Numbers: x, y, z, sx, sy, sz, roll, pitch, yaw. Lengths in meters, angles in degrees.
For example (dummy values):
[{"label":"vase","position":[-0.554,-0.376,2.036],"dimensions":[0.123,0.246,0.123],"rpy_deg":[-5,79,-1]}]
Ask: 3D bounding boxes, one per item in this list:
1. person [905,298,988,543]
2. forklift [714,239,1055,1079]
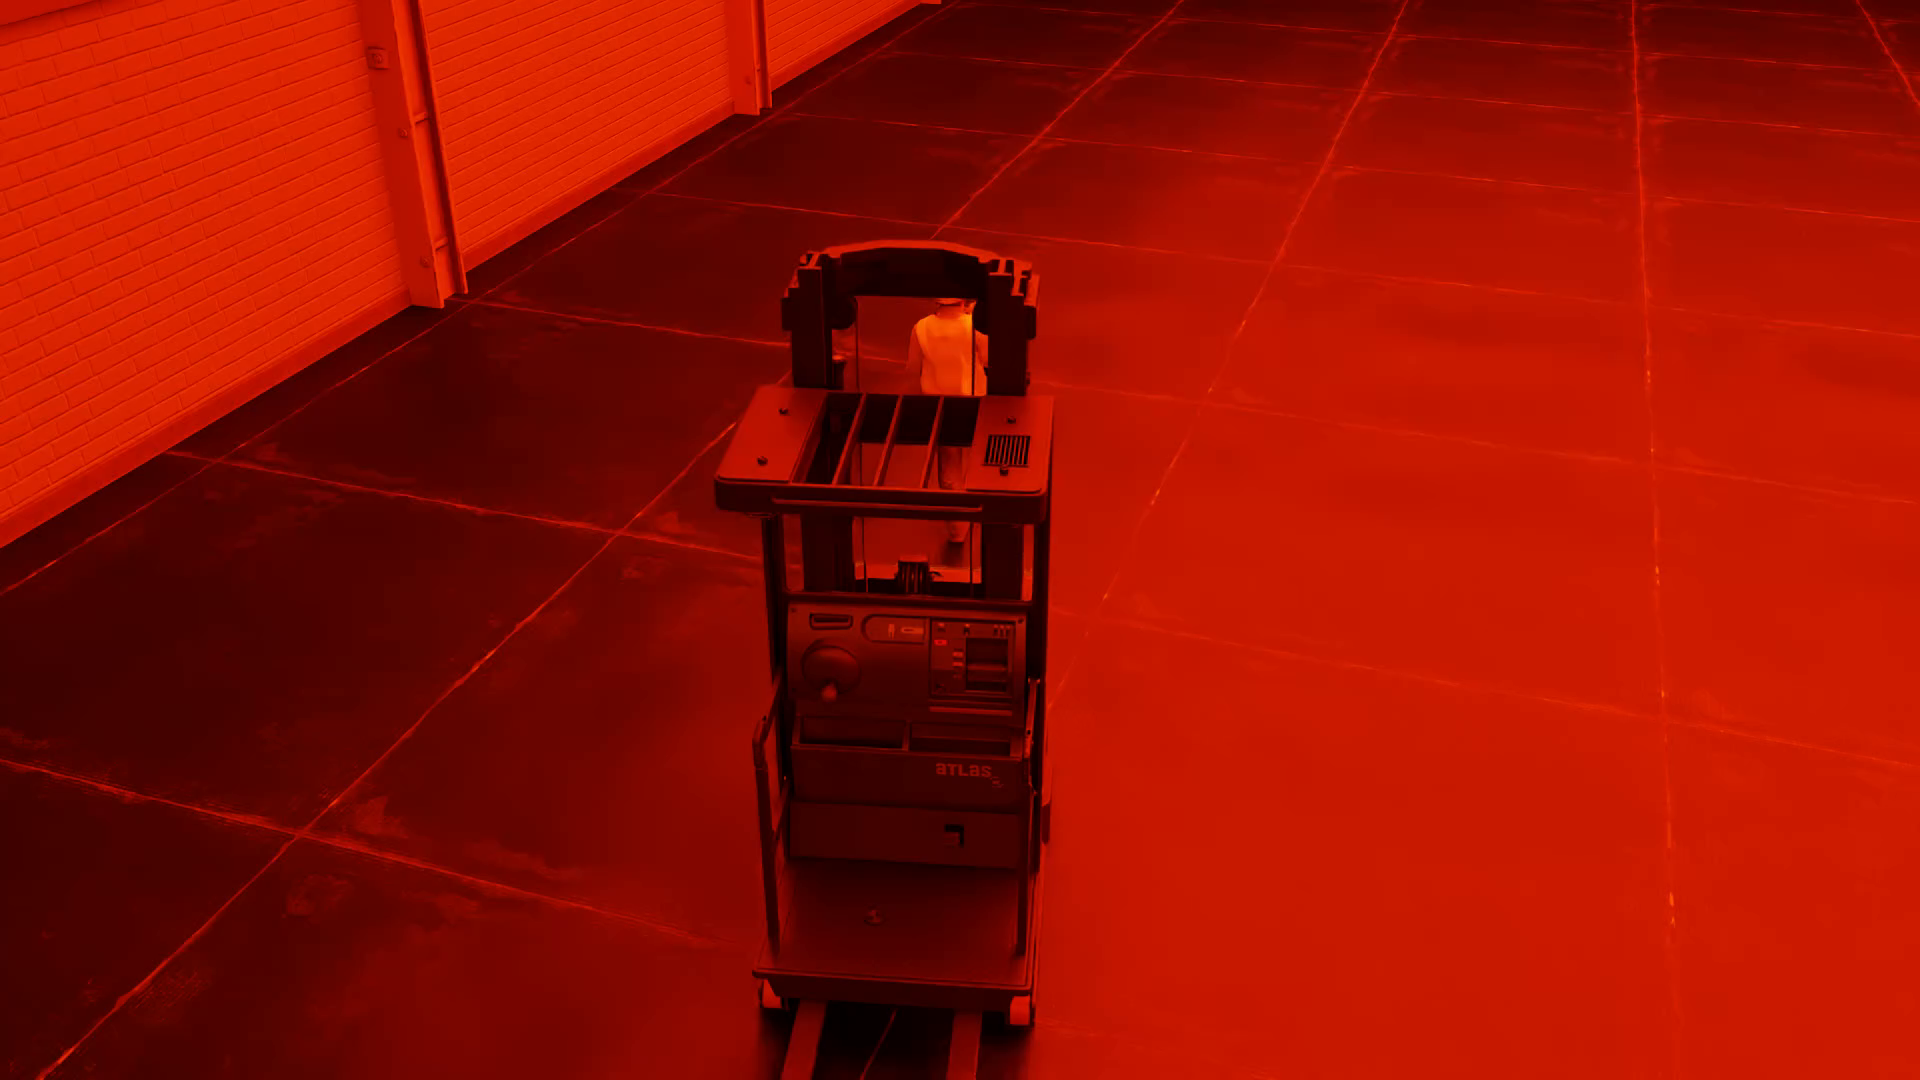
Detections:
[{"label":"person","position":[0.028,-0.805,9.702],"dimensions":[0.632,1.773,0.568],"rpy_deg":[10,31,16]},{"label":"forklift","position":[-0.226,0.499,6.261],"dimensions":[1.130,2.935,3.031],"rpy_deg":[3,30,5]}]
